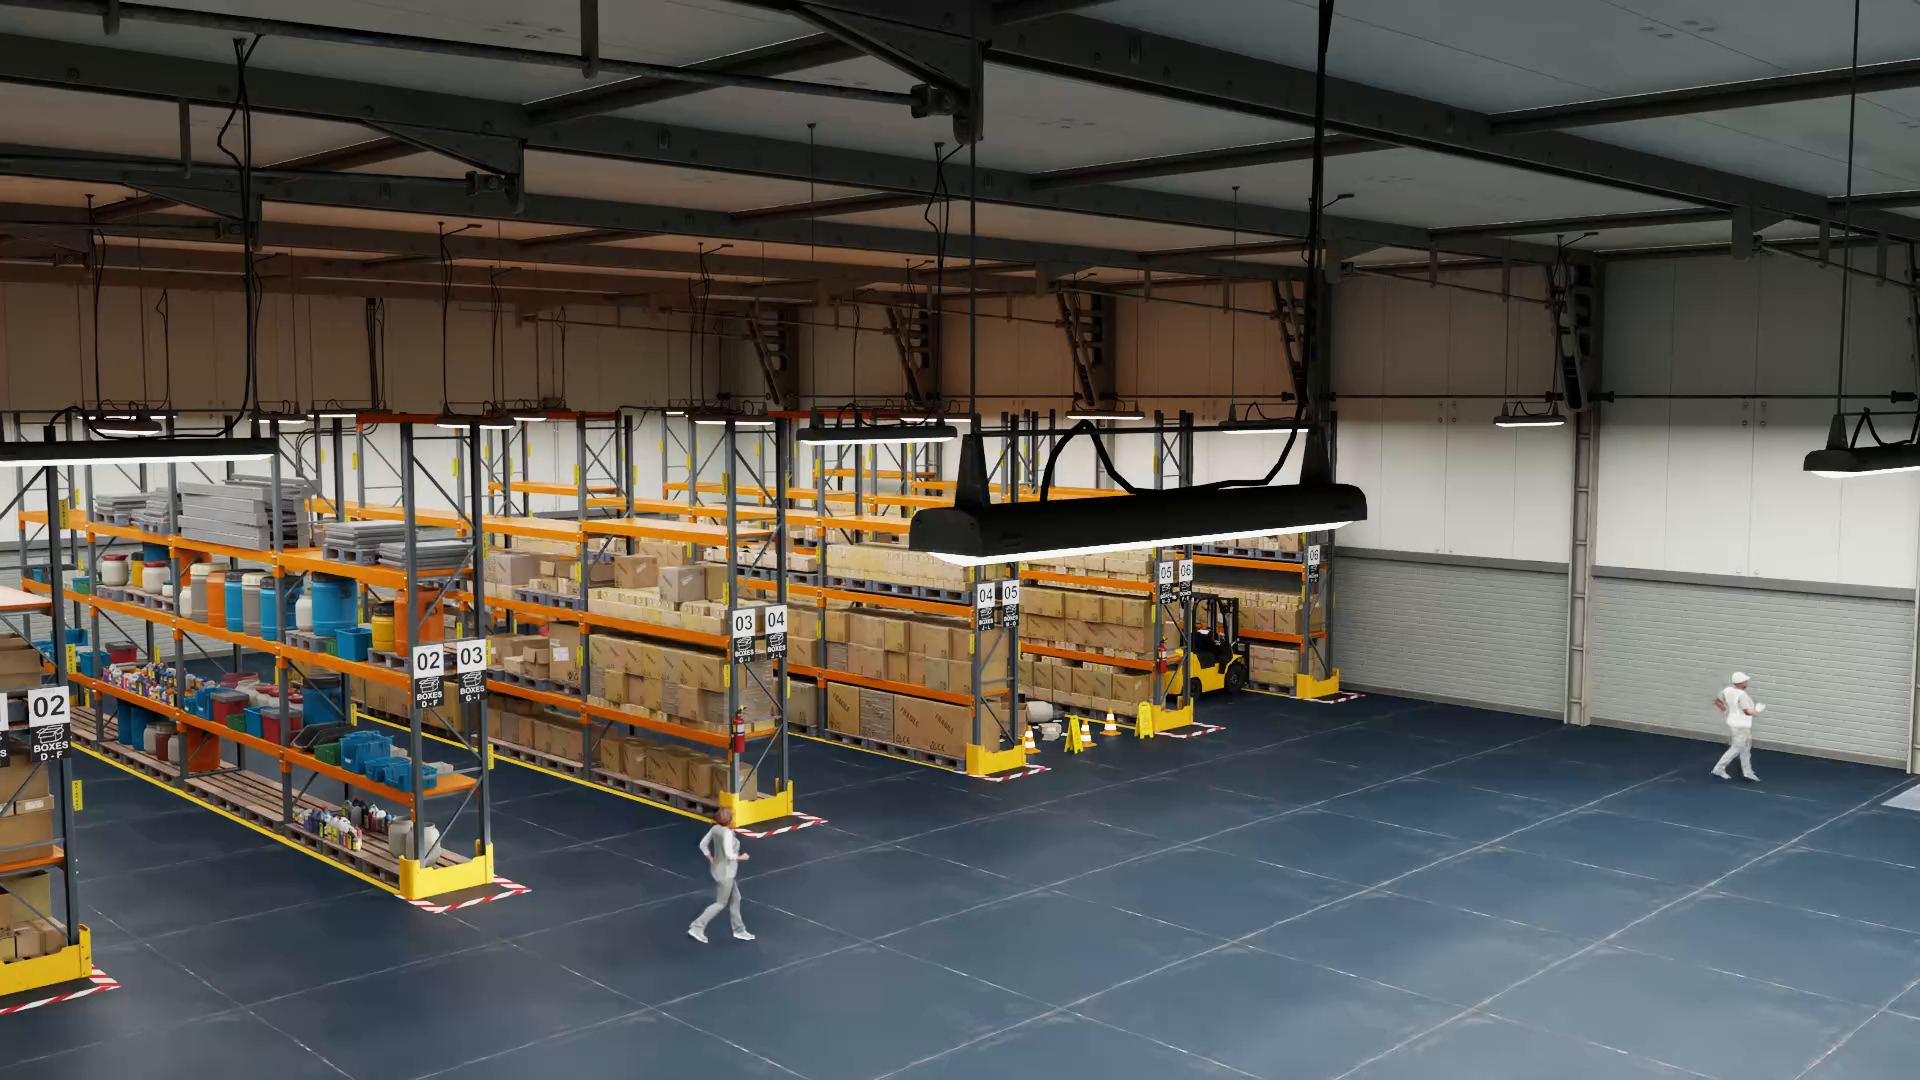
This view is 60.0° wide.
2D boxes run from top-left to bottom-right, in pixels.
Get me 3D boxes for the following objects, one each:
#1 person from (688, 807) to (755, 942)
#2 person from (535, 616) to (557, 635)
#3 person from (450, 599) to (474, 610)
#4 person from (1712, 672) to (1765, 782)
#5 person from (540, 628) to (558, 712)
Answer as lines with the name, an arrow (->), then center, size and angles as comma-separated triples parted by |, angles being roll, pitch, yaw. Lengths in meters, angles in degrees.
person -> -2.744, 3.872, 19.123 | 0.820, 1.607, 0.537 | -2, 5, -25
person -> -8.547, 2.404, 34.976 | 1.021, 1.755, 0.716 | 5, 7, 43
person -> -11.932, 2.039, 39.542 | 0.723, 1.789, 0.690 | 3, 6, 32
person -> 12.734, 3.062, 27.176 | 0.824, 1.823, 0.664 | 0, 5, 5
person -> -8.130, 2.611, 32.691 | 0.888, 1.769, 0.655 | 4, 6, 35
